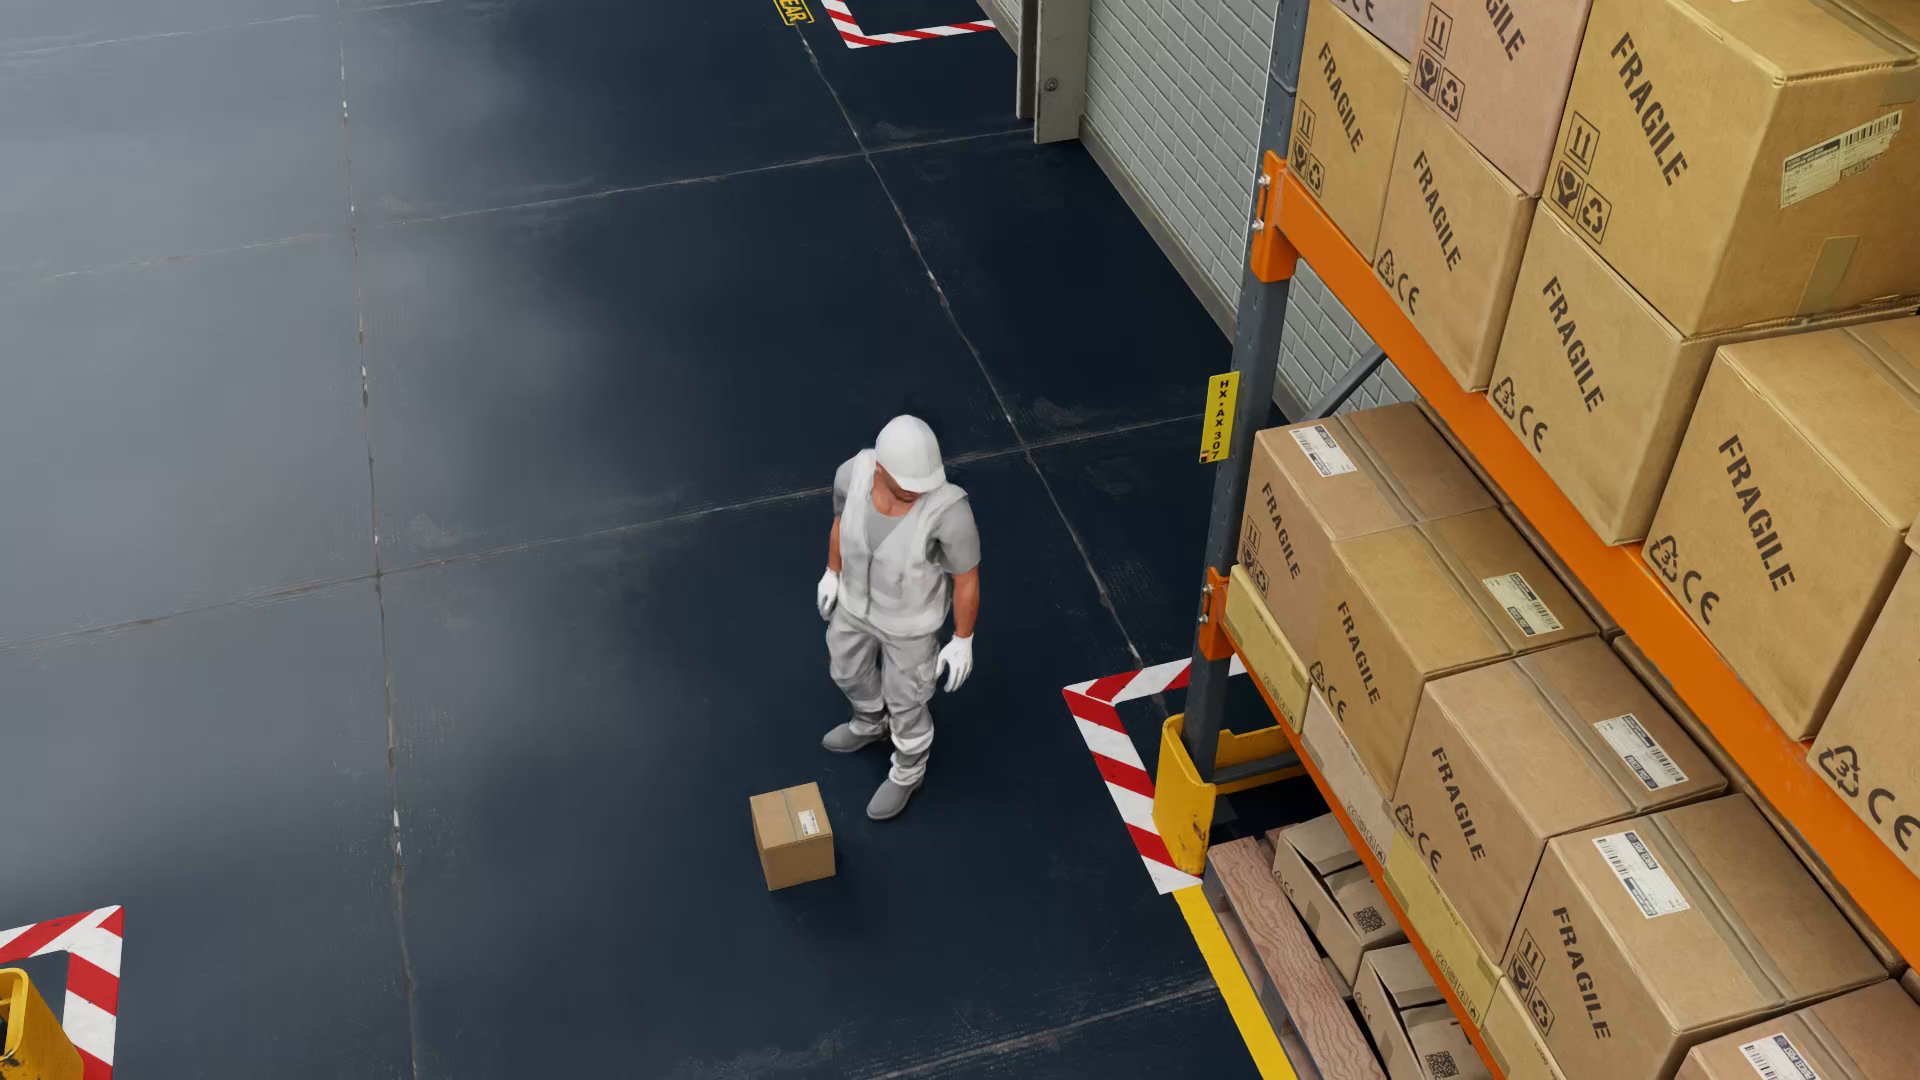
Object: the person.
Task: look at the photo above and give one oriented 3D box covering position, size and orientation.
[{"bbox_3d":[-0.259,0.274,5.823,0.721,1.812,0.419,25,48,25],"label":"person"}]
